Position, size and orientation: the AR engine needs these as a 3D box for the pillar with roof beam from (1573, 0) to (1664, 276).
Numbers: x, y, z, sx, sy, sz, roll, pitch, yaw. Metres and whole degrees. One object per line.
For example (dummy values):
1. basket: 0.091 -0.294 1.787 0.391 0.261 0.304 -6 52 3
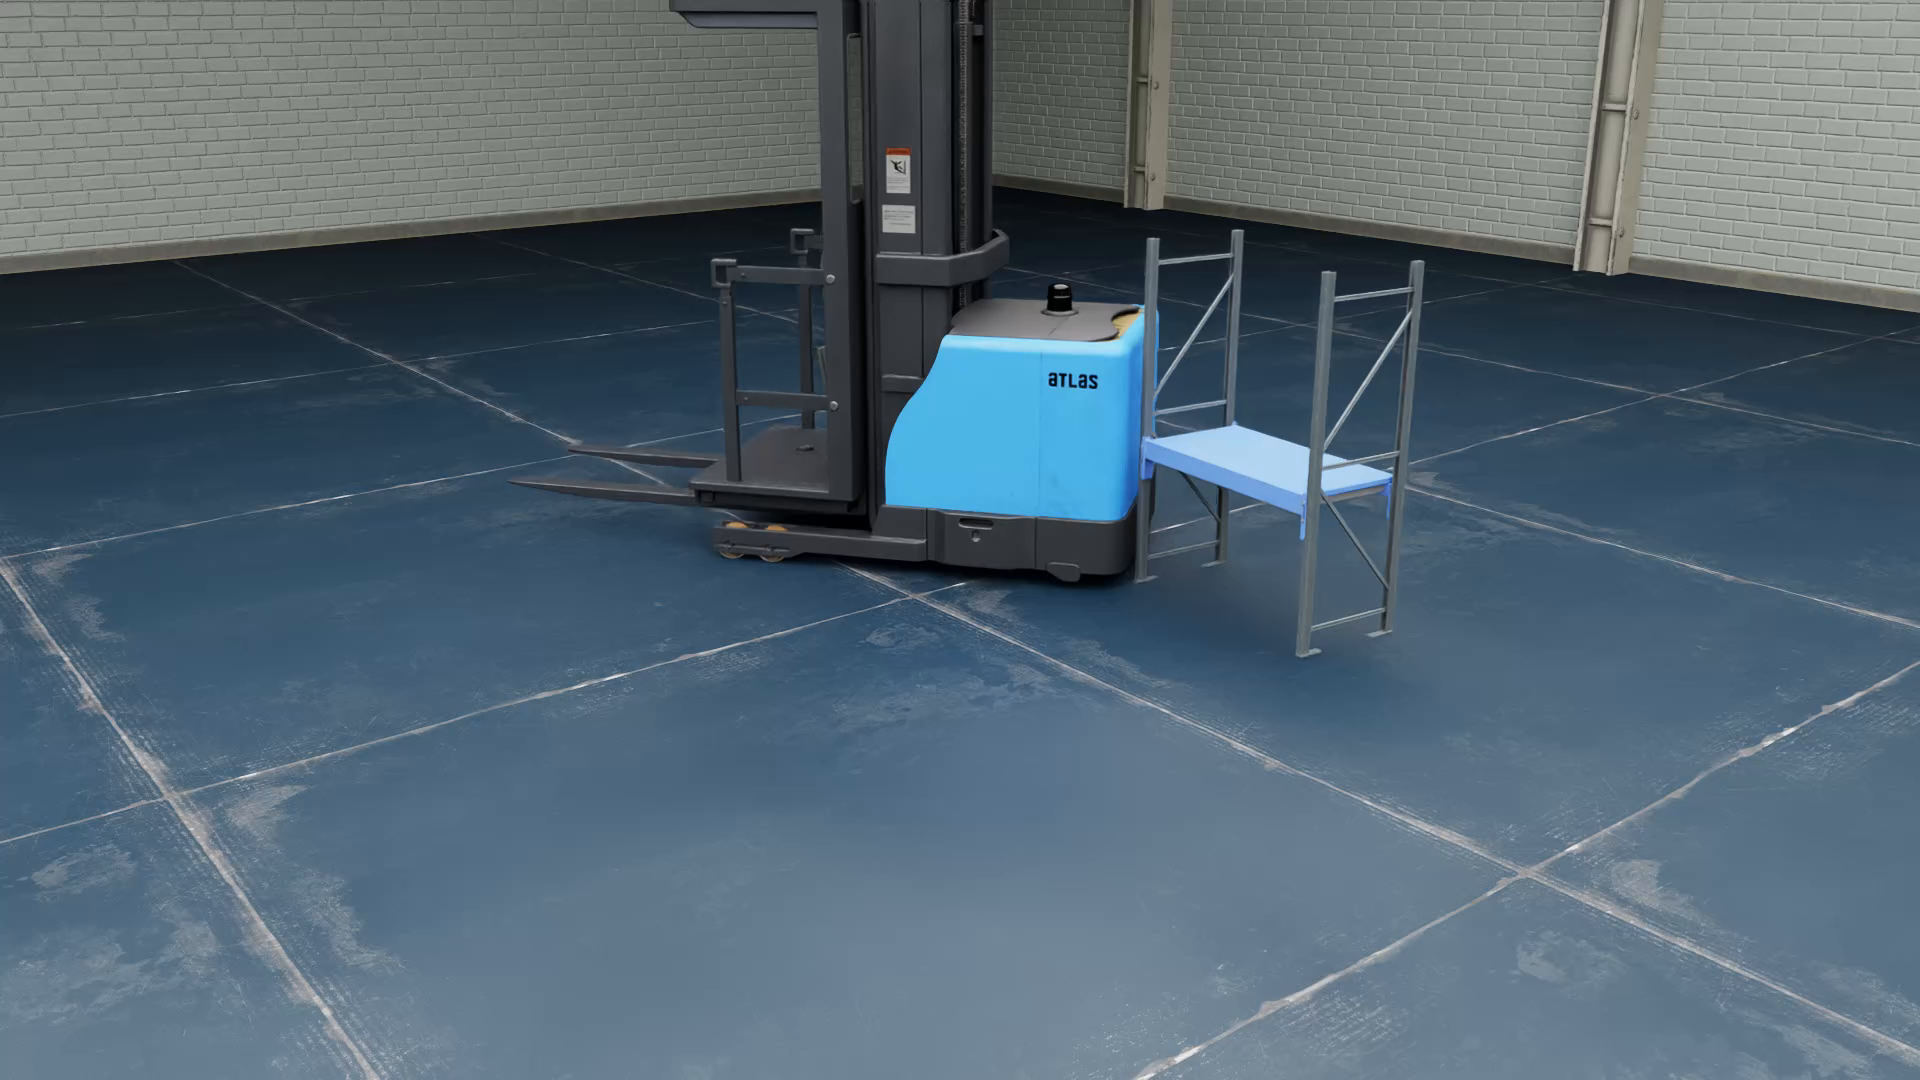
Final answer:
1. pillar with roof beam: 2.546 -5.915 11.411 9.100 9.000 0.400 -14 23 -36

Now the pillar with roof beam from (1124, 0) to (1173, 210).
1. pillar with roof beam: -1.179 -7.394 15.876 9.100 9.000 0.400 -14 23 -36

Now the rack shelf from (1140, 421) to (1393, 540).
1. rack shelf: 1.259 -0.262 6.841 0.538 0.185 1.000 -11 21 -30

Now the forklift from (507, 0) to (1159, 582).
1. forklift: -0.637 -1.443 7.559 3.031 2.935 1.130 5 19 14

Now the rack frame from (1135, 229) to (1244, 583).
1. rack frame: 0.988 -0.568 7.193 0.500 1.500 0.032 -11 21 -30

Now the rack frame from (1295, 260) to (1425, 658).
1. rack frame: 1.530 -0.298 6.376 0.500 1.500 0.032 -11 21 -30

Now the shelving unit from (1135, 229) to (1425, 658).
1. shelving unit: 1.259 -0.433 6.785 0.538 1.500 1.048 -11 21 -30
